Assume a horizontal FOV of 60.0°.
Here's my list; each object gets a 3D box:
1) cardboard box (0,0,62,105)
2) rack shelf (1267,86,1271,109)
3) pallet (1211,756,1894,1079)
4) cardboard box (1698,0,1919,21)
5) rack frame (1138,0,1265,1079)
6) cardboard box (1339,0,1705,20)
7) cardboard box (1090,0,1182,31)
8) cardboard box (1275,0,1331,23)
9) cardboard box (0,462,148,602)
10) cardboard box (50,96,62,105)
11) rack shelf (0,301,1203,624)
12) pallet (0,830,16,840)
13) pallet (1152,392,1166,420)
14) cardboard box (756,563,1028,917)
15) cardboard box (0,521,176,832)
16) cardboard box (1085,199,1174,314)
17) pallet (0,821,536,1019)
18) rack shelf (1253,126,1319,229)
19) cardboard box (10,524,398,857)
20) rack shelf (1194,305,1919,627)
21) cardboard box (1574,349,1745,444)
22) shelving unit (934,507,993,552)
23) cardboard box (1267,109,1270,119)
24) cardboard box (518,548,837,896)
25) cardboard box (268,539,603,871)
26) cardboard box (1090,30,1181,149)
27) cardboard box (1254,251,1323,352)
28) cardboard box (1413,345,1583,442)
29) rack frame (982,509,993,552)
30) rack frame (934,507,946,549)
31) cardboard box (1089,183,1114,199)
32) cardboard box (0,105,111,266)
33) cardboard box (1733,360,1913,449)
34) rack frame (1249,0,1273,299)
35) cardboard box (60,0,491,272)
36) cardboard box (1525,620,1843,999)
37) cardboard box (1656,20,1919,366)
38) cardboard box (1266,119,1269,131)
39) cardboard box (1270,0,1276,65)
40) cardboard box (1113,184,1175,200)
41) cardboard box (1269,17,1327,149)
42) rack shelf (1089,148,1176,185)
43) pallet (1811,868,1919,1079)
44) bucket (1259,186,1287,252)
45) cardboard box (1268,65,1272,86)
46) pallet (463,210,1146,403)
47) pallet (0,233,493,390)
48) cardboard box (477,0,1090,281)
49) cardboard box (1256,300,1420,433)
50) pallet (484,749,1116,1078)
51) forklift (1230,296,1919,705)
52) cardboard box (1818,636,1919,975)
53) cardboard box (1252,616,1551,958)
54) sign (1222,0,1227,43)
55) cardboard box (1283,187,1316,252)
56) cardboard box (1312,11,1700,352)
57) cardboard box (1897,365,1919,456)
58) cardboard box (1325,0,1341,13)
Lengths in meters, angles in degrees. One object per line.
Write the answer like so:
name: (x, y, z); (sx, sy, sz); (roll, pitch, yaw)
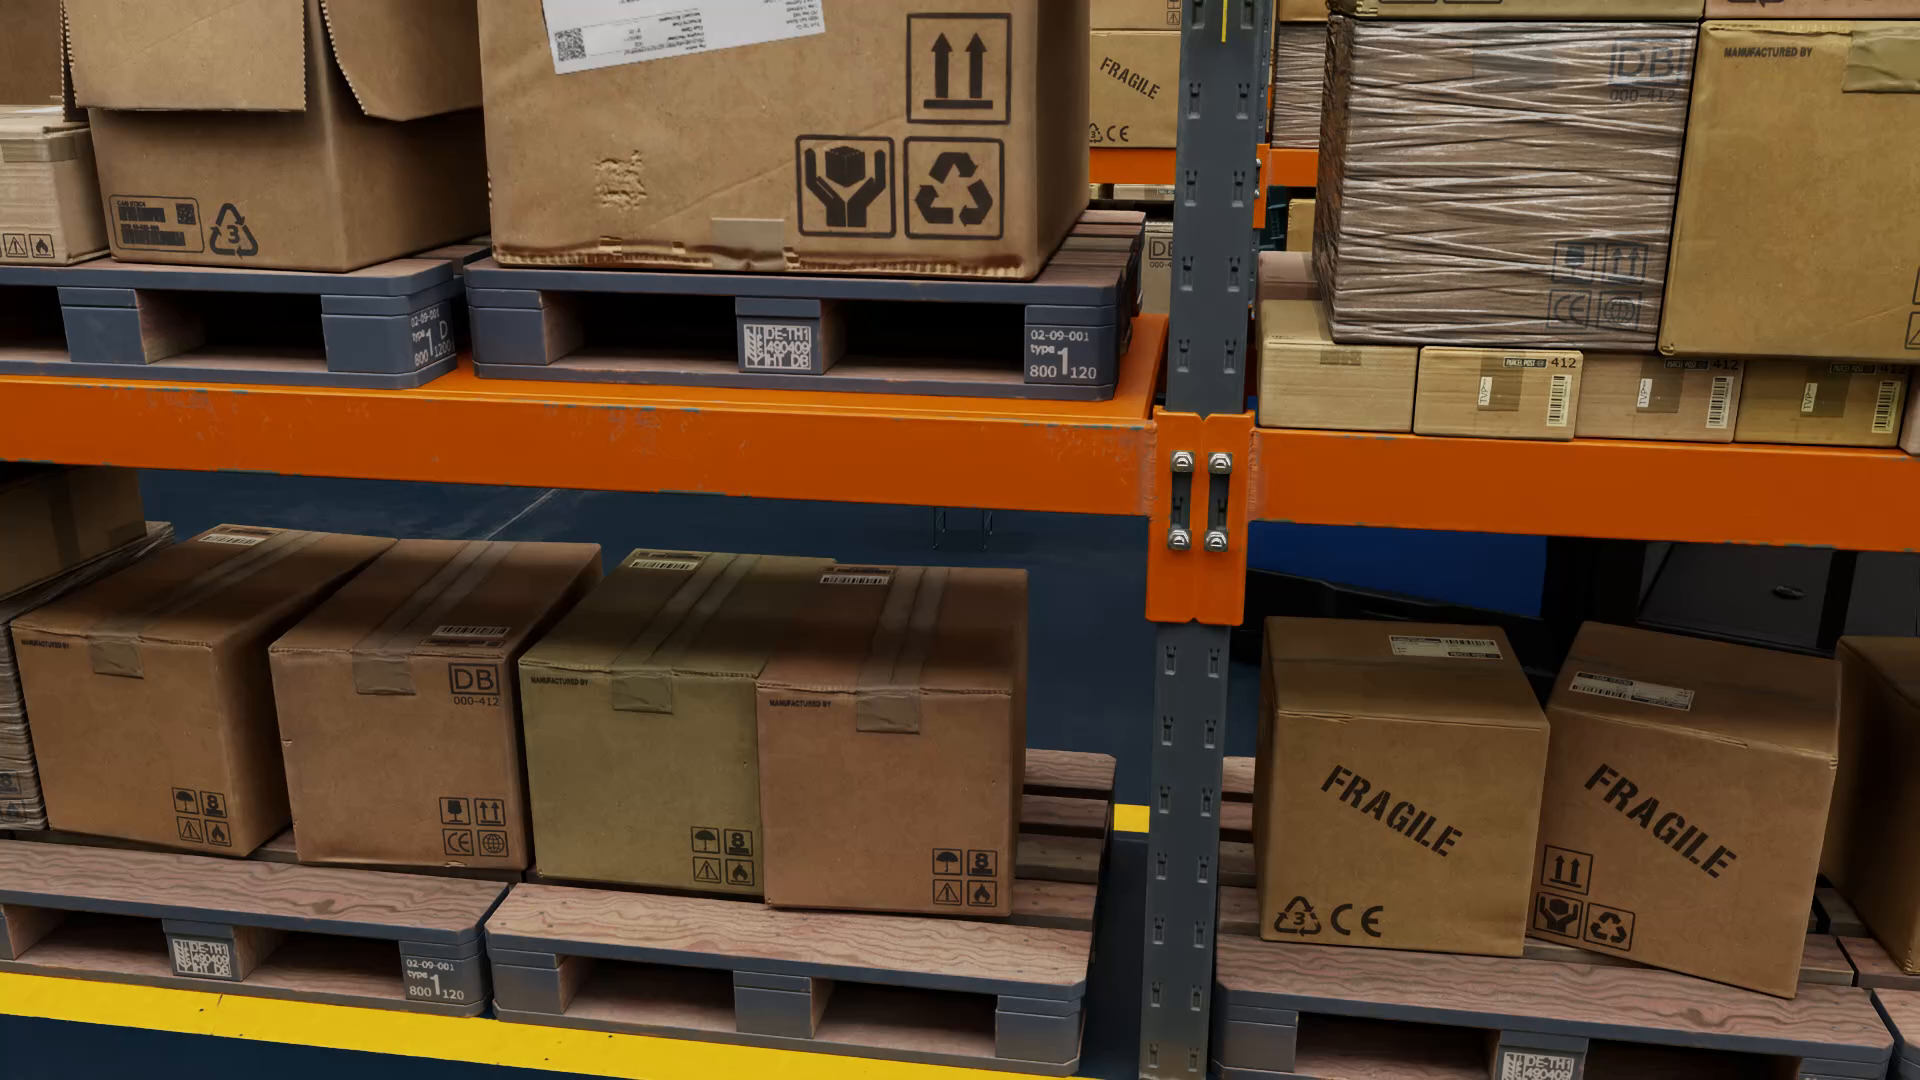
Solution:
cardboard box: (-2.359, -0.969, 3.653); (0.500, 0.500, 0.700); (6, 19, 17)
rack shelf: (4.030, -3.196, 12.260); (4.000, 0.370, 1.077); (3, 19, 9)
pallet: (1.152, 0.812, 3.543); (1.213, 0.211, 1.003); (3, 19, 9)
cardboard box: (1.381, -1.068, 2.567); (0.500, 0.500, 0.500); (3, 19, 9)
rack frame: (0.483, -0.533, 3.168); (0.127, 3.000, 1.000); (3, 19, 9)
cardboard box: (0.887, -1.093, 2.641); (0.500, 0.500, 0.500); (3, 19, 9)
cardboard box: (0.879, -2.626, 7.692); (0.500, 0.500, 0.700); (3, 19, 8)
cardboard box: (1.729, -2.635, 7.514); (0.550, 0.550, 0.875); (3, 19, 9)
cardboard box: (-2.274, -0.065, 3.835); (0.500, 0.250, 0.500); (5, 19, 15)
cardboard box: (-1.777, -0.870, 3.726); (0.258, 0.266, 0.396); (2, 19, 7)
rack shelf: (-1.491, -0.292, 3.583); (4.000, 0.370, 1.077); (3, 19, 9)
pallet: (-2.695, 0.628, 4.093); (1.213, 0.211, 1.003); (3, 19, 9)
pallet: (0.596, -0.774, 8.285); (1.213, 0.211, 1.003); (3, 19, 9)
cardboard box: (-0.119, 0.406, 3.607); (0.500, 0.500, 0.700); (1, 19, 4)
cardboard box: (-2.252, 0.294, 3.943); (0.500, 0.500, 0.700); (1, 19, 4)
cardboard box: (0.743, -1.217, 8.096); (0.750, 0.750, 1.050); (3, 19, 8)
pallet: (-1.494, 0.690, 3.908); (1.213, 0.211, 1.003); (3, 19, 9)
rack shelf: (3.345, -1.640, 7.610); (4.000, 0.370, 1.077); (3, 19, 9)
cardboard box: (-1.691, 0.320, 3.864); (0.500, 0.500, 0.700); (5, 19, 13)
rack shelf: (2.458, -0.091, 2.981); (4.000, 0.370, 1.077); (3, 19, 9)
cardboard box: (1.144, -0.288, 2.832); (0.250, 0.149, 0.380); (3, 19, 9)
shelving unit: (0.014, -0.568, 6.111); (0.189, 1.200, 0.258); (3, 19, 9)
cardboard box: (3.267, -4.439, 16.940); (0.500, 0.250, 0.500); (3, 19, 8)
cardboard box: (-0.587, 0.376, 3.697); (0.500, 0.500, 0.700); (3, 19, 8)
cardboard box: (-1.140, 0.348, 3.781); (0.500, 0.500, 0.700); (1, 19, 4)
cardboard box: (0.812, -2.071, 7.609); (0.500, 0.500, 0.500); (3, 19, 8)
cardboard box: (0.742, -0.495, 3.451); (0.250, 0.149, 0.380); (3, 19, 9)
cardboard box: (0.893, -0.292, 2.844); (0.250, 0.149, 0.380); (3, 19, 9)
rack frame: (0.105, -0.564, 6.097); (0.006, 1.200, 0.240); (3, 19, 9)
rack frame: (-0.076, -0.573, 6.124); (0.006, 1.200, 0.240); (3, 19, 9)
cardboard box: (0.827, -2.651, 12.979); (0.625, 0.372, 0.950); (4, 19, 12)
cardboard box: (-1.848, -0.706, 3.259); (0.500, 0.250, 0.500); (2, 19, 7)
cardboard box: (1.392, -0.278, 2.804); (0.250, 0.149, 0.380); (3, 19, 9)
rack frame: (1.370, -2.082, 7.797); (0.127, 3.000, 1.000); (3, 19, 9)
cardboard box: (-1.243, -0.839, 3.259); (0.637, 0.503, 0.797); (5, 19, 14)
cardboard box: (1.439, 0.513, 3.321); (0.500, 0.500, 0.500); (9, 21, 26)
cardboard box: (1.406, -0.643, 2.871); (0.500, 0.500, 0.875); (3, 19, 9)
cardboard box: (3.268, -4.204, 17.024); (0.500, 0.250, 0.500); (3, 19, 8)
cardboard box: (2.445, -3.716, 12.057); (0.500, 0.500, 0.500); (3, 19, 9)
cardboard box: (1.537, -2.616, 12.874); (0.625, 0.372, 0.950); (3, 19, 9)
cardboard box: (1.736, -2.138, 7.729); (0.550, 0.550, 0.875); (3, 19, 9)
rack shelf: (-0.605, -1.841, 8.212); (4.000, 0.370, 1.077); (3, 19, 9)
pallet: (2.360, 0.873, 3.361); (1.213, 0.211, 1.003); (3, 19, 9)
bucket: (1.870, -1.965, 10.213); (0.620, 0.611, 0.726); (-1, 16, 31)
cardboard box: (2.315, -3.402, 12.139); (0.250, 0.149, 0.380); (3, 19, 8)
pallet: (-0.248, -0.526, 3.450); (1.213, 0.211, 1.003); (3, 19, 9)
pallet: (-1.505, -0.556, 3.541); (1.213, 0.211, 1.003); (3, 19, 9)
cardboard box: (-0.279, -1.100, 3.257); (1.000, 1.000, 1.000); (3, 19, 9)
cardboard box: (0.648, -0.309, 2.894); (0.250, 0.149, 0.380); (3, 19, 9)
pallet: (-0.286, 0.751, 3.726); (1.213, 0.211, 1.003); (3, 19, 9)
forklift: (2.275, -0.945, 4.508); (3.031, 2.935, 1.130); (10, 21, 28)
cardboard box: (2.064, 0.519, 3.302); (0.500, 0.500, 0.500); (1, 19, 4)
cardboard box: (0.872, 0.486, 3.400); (0.500, 0.500, 0.500); (2, 19, 7)
sign: (0.399, -0.908, 2.464); (0.005, 0.325, 0.100); (3, 19, 9)
cardboard box: (1.980, -1.220, 7.907); (0.875, 0.875, 0.875); (3, 19, 9)
cardboard box: (0.918, -0.679, 2.979); (0.500, 0.500, 0.875); (3, 19, 9)
cardboard box: (1.633, -0.253, 2.728); (0.250, 0.149, 0.380); (3, 19, 9)
cardboard box: (0.971, -1.259, 3.136); (0.500, 0.500, 0.500); (3, 19, 9)
